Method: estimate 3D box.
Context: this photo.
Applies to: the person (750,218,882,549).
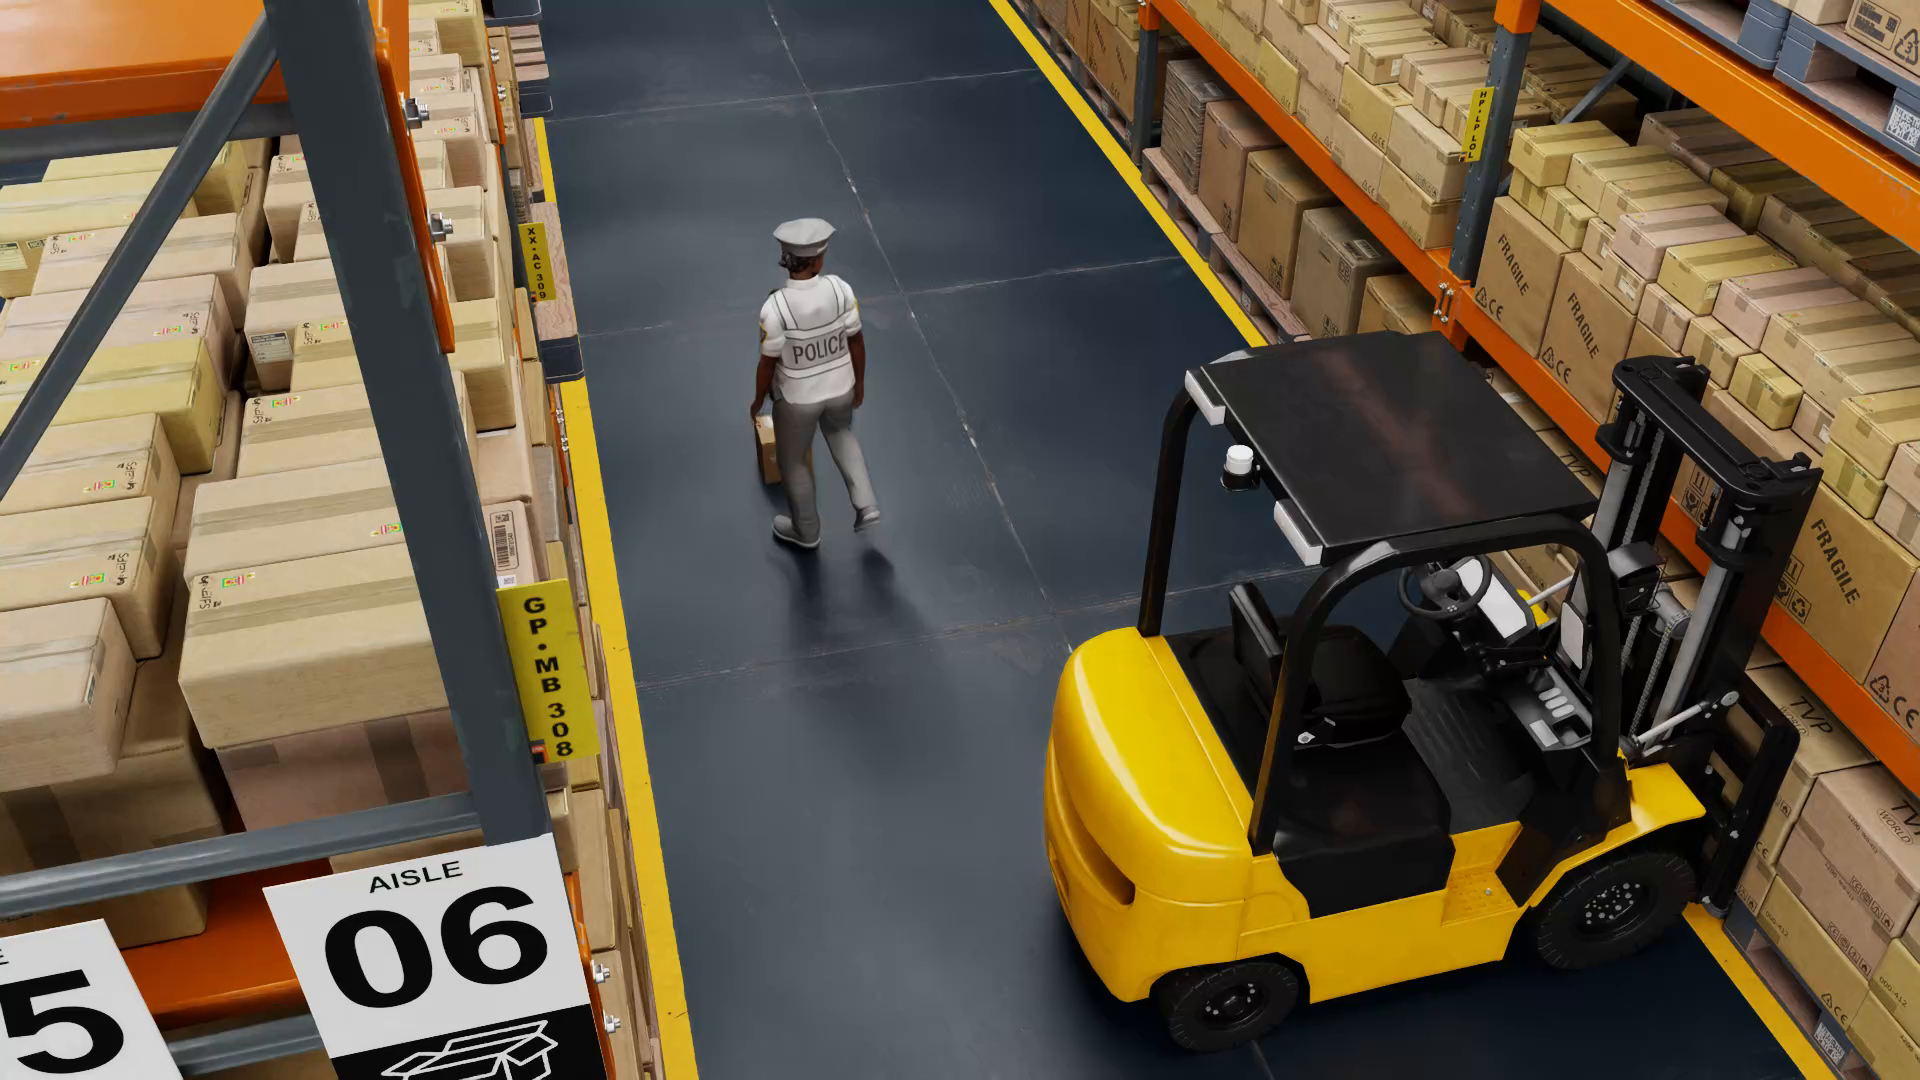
[{"bbox_3d":[-0.657,-0.645,7.497,0.500,1.655,0.498,-23,44,-27],"label":"person"}]
